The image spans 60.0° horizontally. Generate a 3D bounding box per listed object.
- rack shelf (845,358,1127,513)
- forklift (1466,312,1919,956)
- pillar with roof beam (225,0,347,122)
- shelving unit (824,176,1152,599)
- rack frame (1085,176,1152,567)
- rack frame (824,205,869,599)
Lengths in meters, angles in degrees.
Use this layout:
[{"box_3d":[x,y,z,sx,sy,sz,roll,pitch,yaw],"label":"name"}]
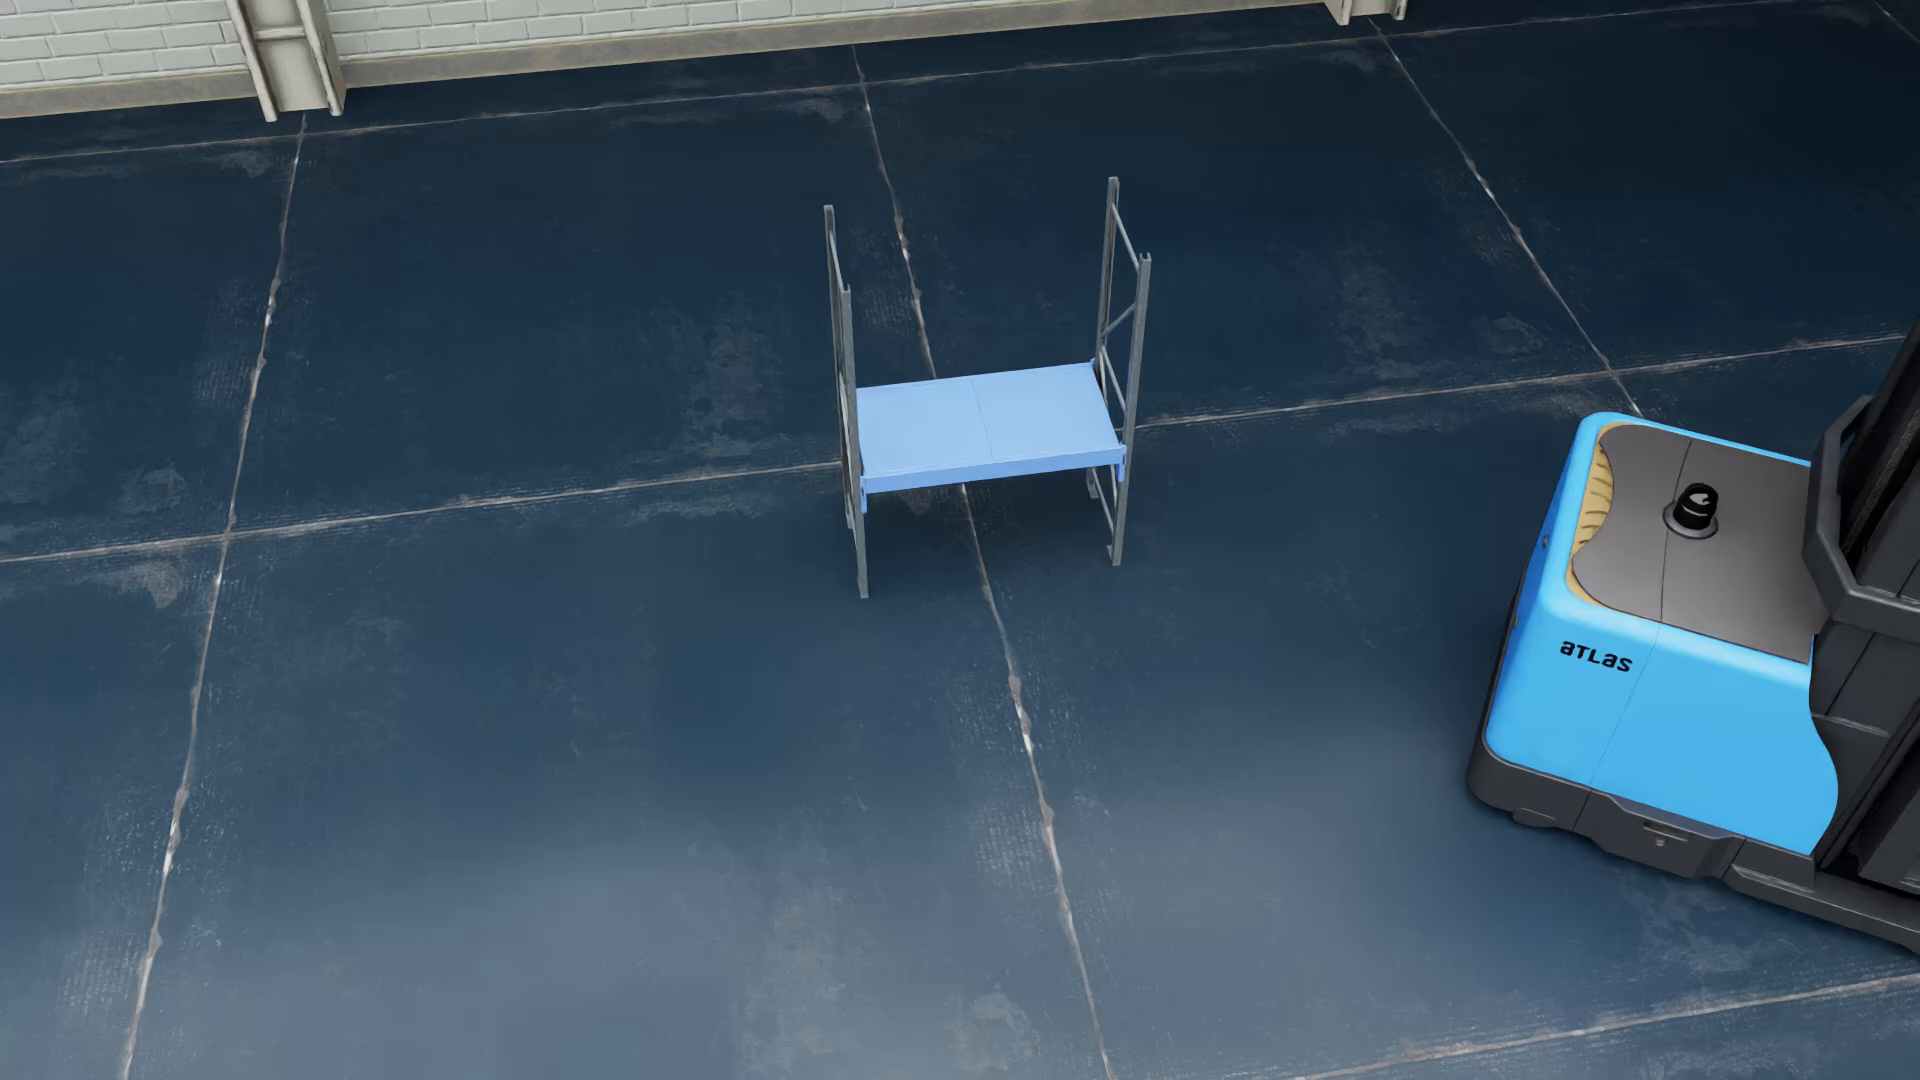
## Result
[{"box_3d":[0.084,-0.406,6.350,1.000,0.185,0.538,-7,46,-7],"label":"rack shelf"},{"box_3d":[3.344,0.001,4.714,3.031,2.935,1.130,17,48,16],"label":"forklift"},{"box_3d":[-2.815,-2.442,2.854,0.400,9.000,9.100,-7,46,-7],"label":"pillar with roof beam"},{"box_3d":[0.084,-0.531,6.220,1.048,1.500,0.538,-7,46,-7],"label":"shelving unit"},{"box_3d":[0.585,-0.593,6.280,0.032,1.500,0.500,-7,46,-7],"label":"rack frame"},{"box_3d":[-0.417,-0.468,6.160,0.032,1.500,0.500,-7,46,-7],"label":"rack frame"}]
